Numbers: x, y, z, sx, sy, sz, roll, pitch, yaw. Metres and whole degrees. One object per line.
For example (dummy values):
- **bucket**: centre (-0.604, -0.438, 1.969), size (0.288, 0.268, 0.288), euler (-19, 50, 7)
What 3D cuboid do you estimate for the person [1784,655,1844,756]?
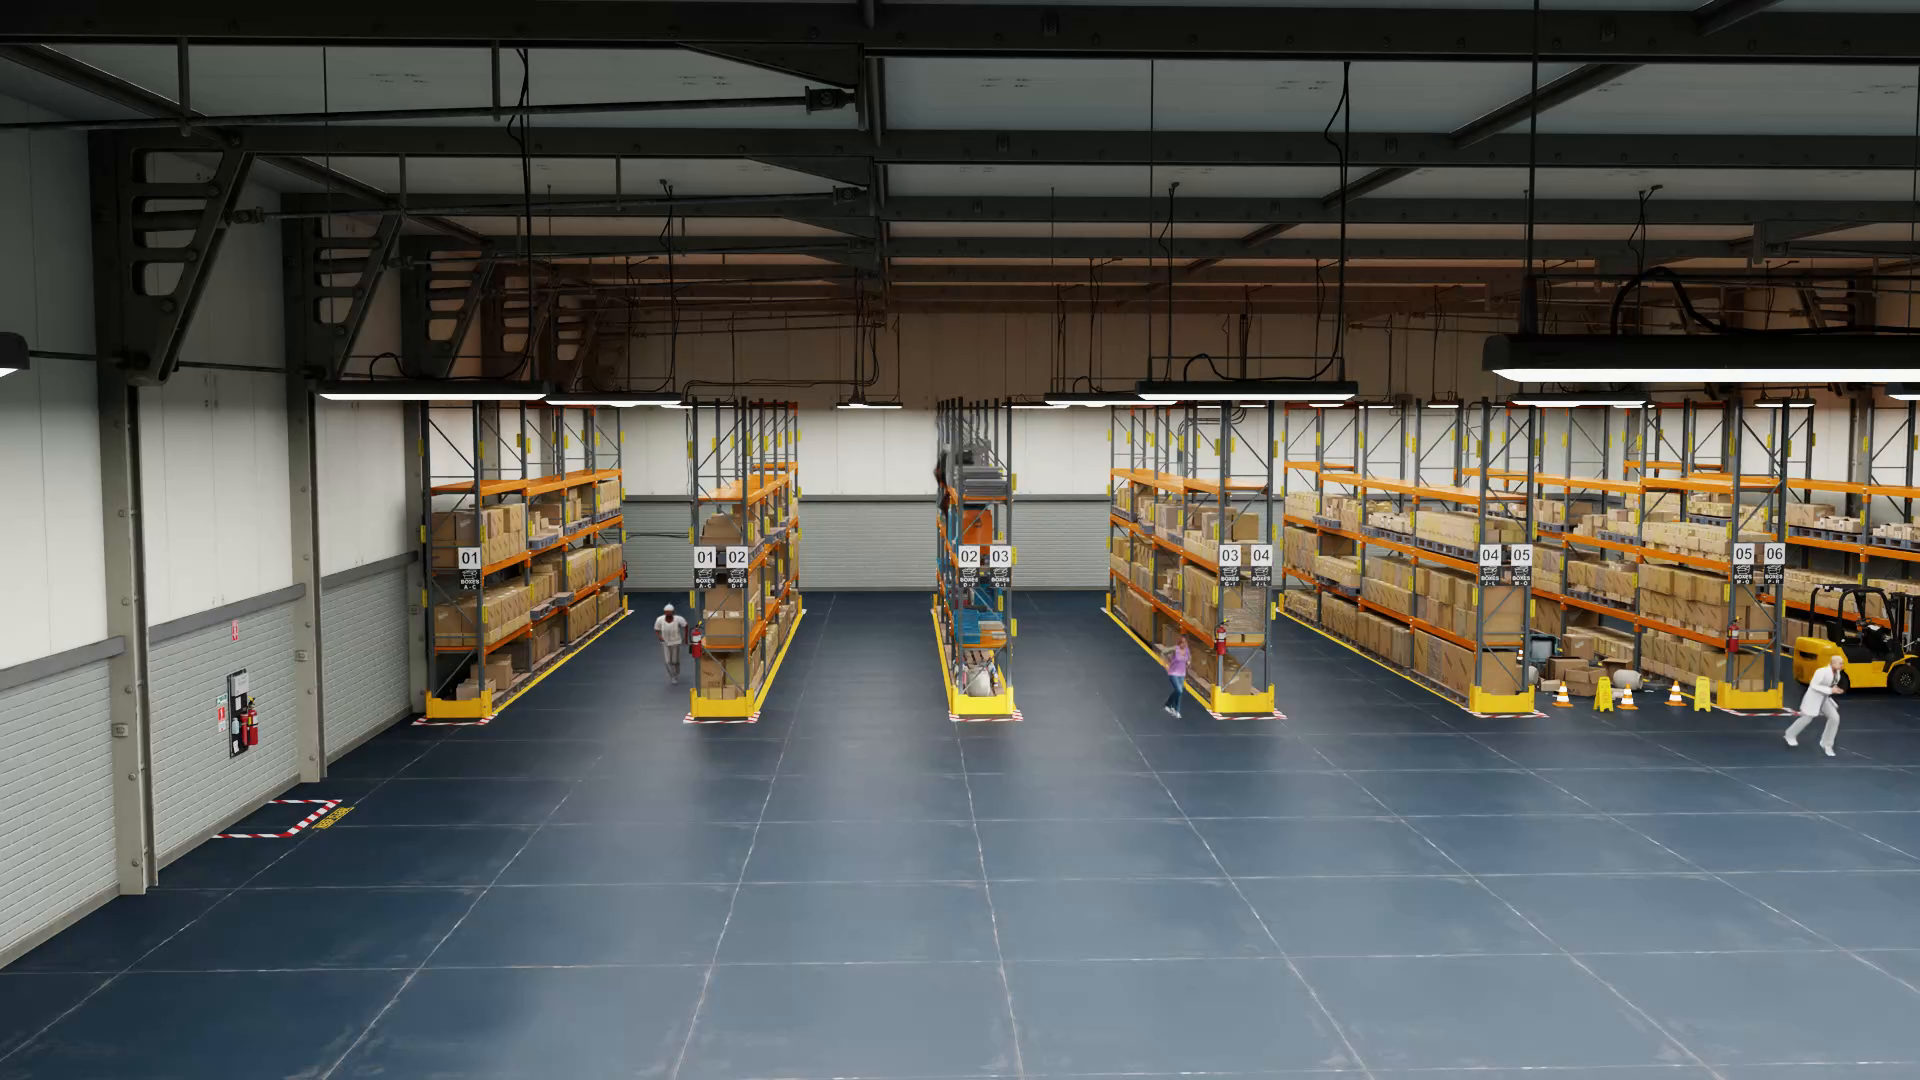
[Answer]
- **person**: centre (14.400, 2.753, 27.990), size (0.753, 1.739, 1.072), euler (-2, 5, -27)

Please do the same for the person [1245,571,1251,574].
- **person**: centre (8.034, 1.299, 46.126), size (0.731, 1.802, 0.628), euler (0, 4, 6)

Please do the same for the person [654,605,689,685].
- **person**: centre (-6.070, 2.183, 34.951), size (0.685, 1.704, 0.749), euler (0, 4, 2)

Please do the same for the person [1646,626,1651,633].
- **person**: centre (16.673, 1.802, 39.684), size (0.680, 1.770, 1.038), euler (-1, 4, -9)

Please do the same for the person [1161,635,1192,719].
- **person**: centre (4.043, 2.570, 31.045), size (0.533, 1.628, 0.748), euler (-2, 5, -26)
